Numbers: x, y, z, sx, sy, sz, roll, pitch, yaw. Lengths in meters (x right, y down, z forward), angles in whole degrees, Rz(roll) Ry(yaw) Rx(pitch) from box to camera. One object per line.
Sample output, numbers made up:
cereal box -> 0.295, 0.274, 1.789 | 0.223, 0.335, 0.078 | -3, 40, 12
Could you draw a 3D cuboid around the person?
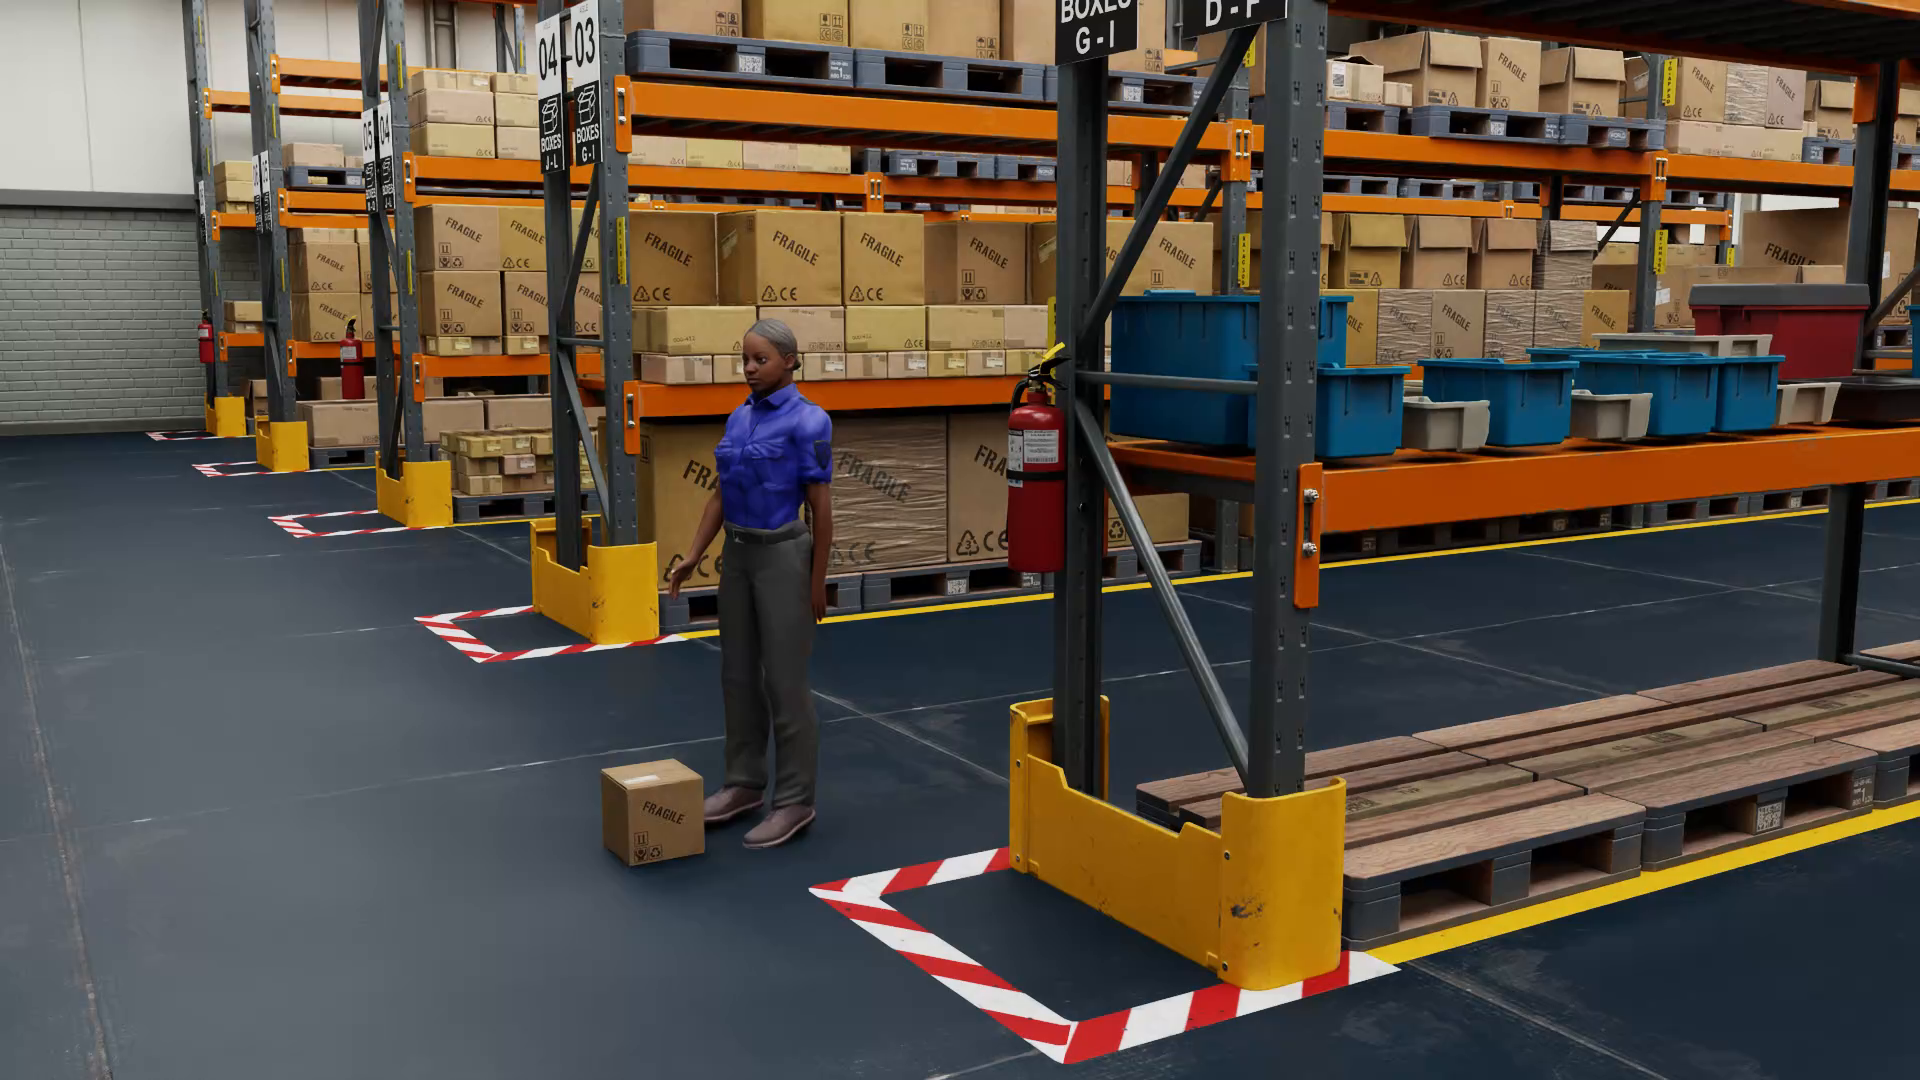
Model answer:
person -> -0.673, 0.131, 5.443 | 0.462, 1.673, 0.439 | 8, 11, 44
